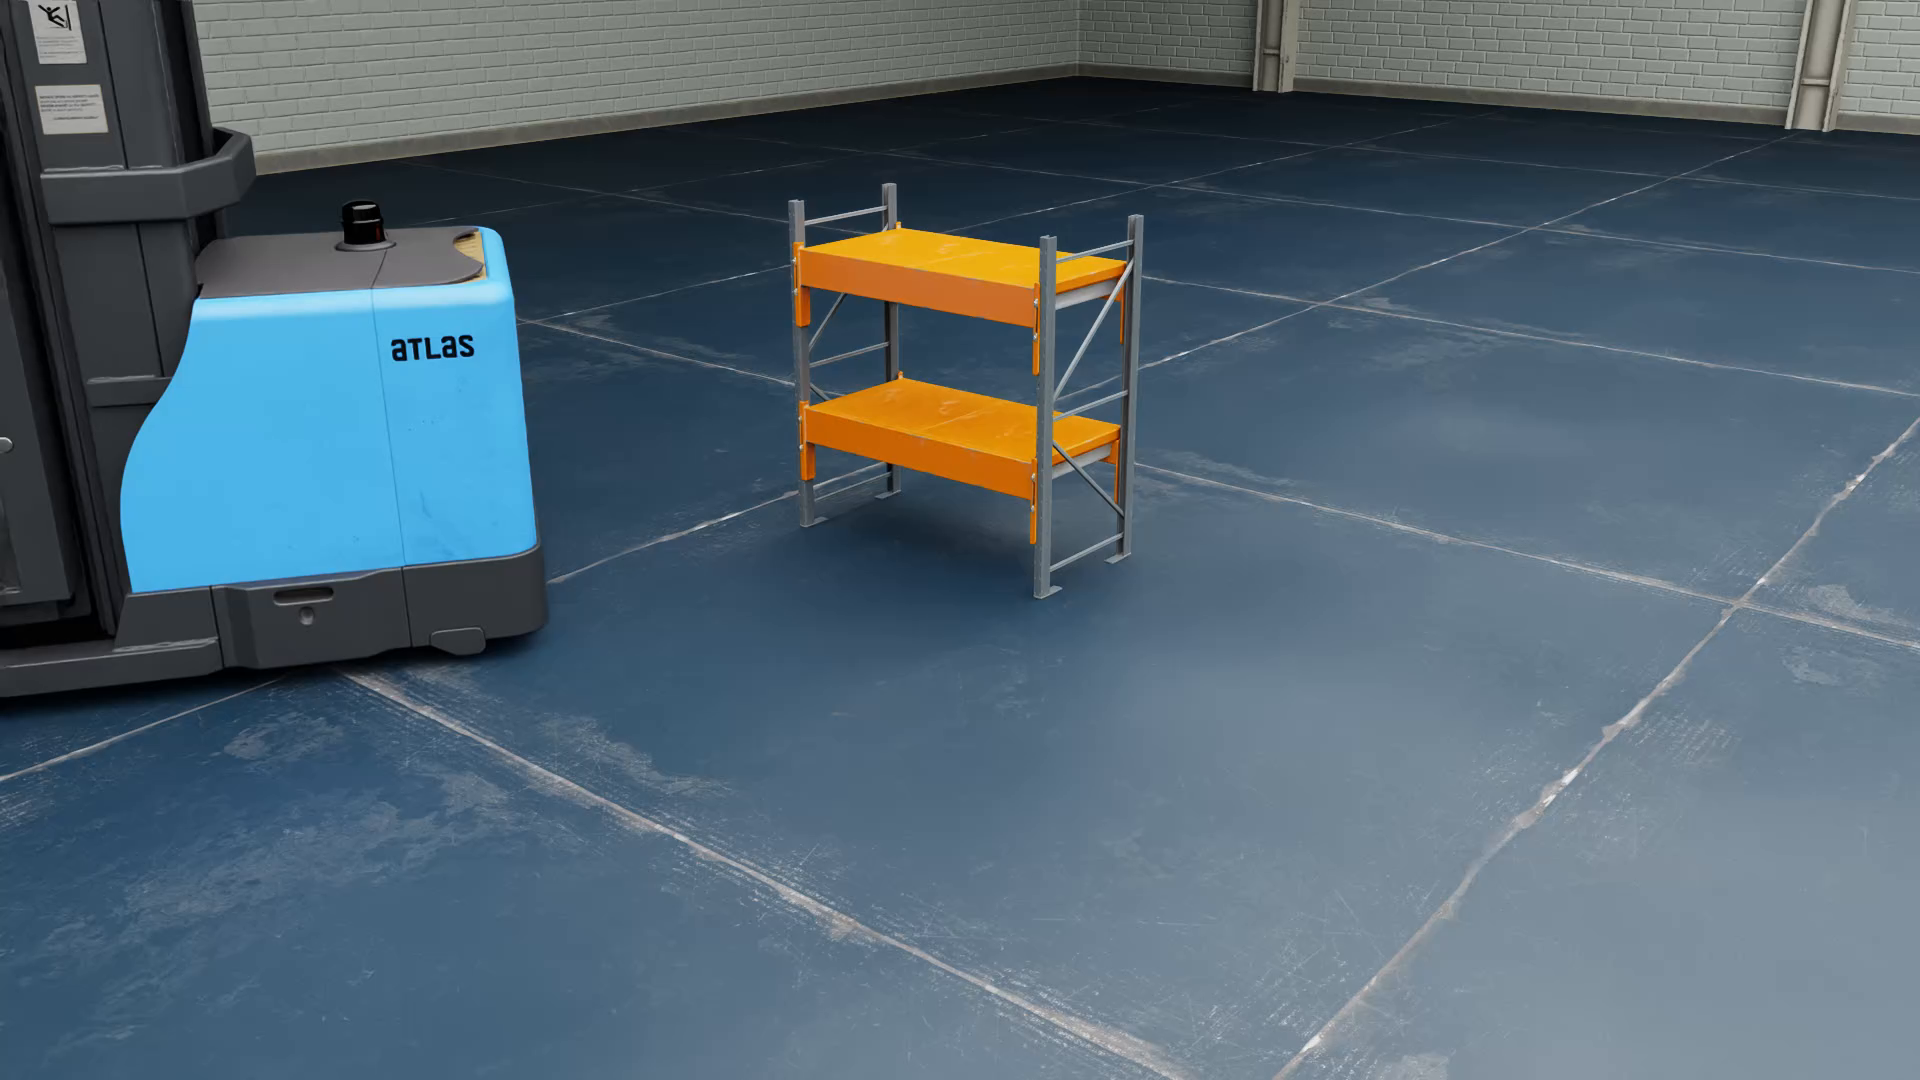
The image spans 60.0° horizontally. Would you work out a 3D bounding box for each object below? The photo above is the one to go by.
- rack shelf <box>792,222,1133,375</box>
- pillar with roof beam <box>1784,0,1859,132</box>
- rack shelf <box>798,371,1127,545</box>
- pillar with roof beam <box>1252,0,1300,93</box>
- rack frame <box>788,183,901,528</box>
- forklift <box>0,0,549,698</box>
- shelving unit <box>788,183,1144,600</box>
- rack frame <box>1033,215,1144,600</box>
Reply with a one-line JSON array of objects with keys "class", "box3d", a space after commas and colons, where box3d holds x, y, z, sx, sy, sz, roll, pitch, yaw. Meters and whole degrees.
[{"class": "rack shelf", "box3d": [0.005, -0.799, 5.362, 1.000, 0.278, 0.538, 16, 26, 36]}, {"class": "pillar with roof beam", "box3d": [5.695, -7.107, 11.761, 0.400, 9.000, 9.100, 16, 26, 36]}, {"class": "rack shelf", "box3d": [0.005, -0.296, 5.552, 1.000, 0.278, 0.538, 16, 26, 36]}, {"class": "pillar with roof beam", "box3d": [1.047, -8.446, 15.311, 0.400, 9.000, 9.100, 16, 26, 36]}, {"class": "rack frame", "box3d": [-0.389, -0.638, 5.766, 0.032, 1.125, 0.500, 16, 26, 36]}, {"class": "forklift", "box3d": [-2.774, -1.067, 4.343, 3.031, 2.935, 1.130, -6, 21, -15]}, {"class": "shelving unit", "box3d": [0.005, -0.525, 5.466, 1.048, 1.125, 0.538, 16, 26, 36]}, {"class": "rack frame", "box3d": [0.399, -0.411, 5.165, 0.032, 1.125, 0.500, 16, 26, 36]}]
